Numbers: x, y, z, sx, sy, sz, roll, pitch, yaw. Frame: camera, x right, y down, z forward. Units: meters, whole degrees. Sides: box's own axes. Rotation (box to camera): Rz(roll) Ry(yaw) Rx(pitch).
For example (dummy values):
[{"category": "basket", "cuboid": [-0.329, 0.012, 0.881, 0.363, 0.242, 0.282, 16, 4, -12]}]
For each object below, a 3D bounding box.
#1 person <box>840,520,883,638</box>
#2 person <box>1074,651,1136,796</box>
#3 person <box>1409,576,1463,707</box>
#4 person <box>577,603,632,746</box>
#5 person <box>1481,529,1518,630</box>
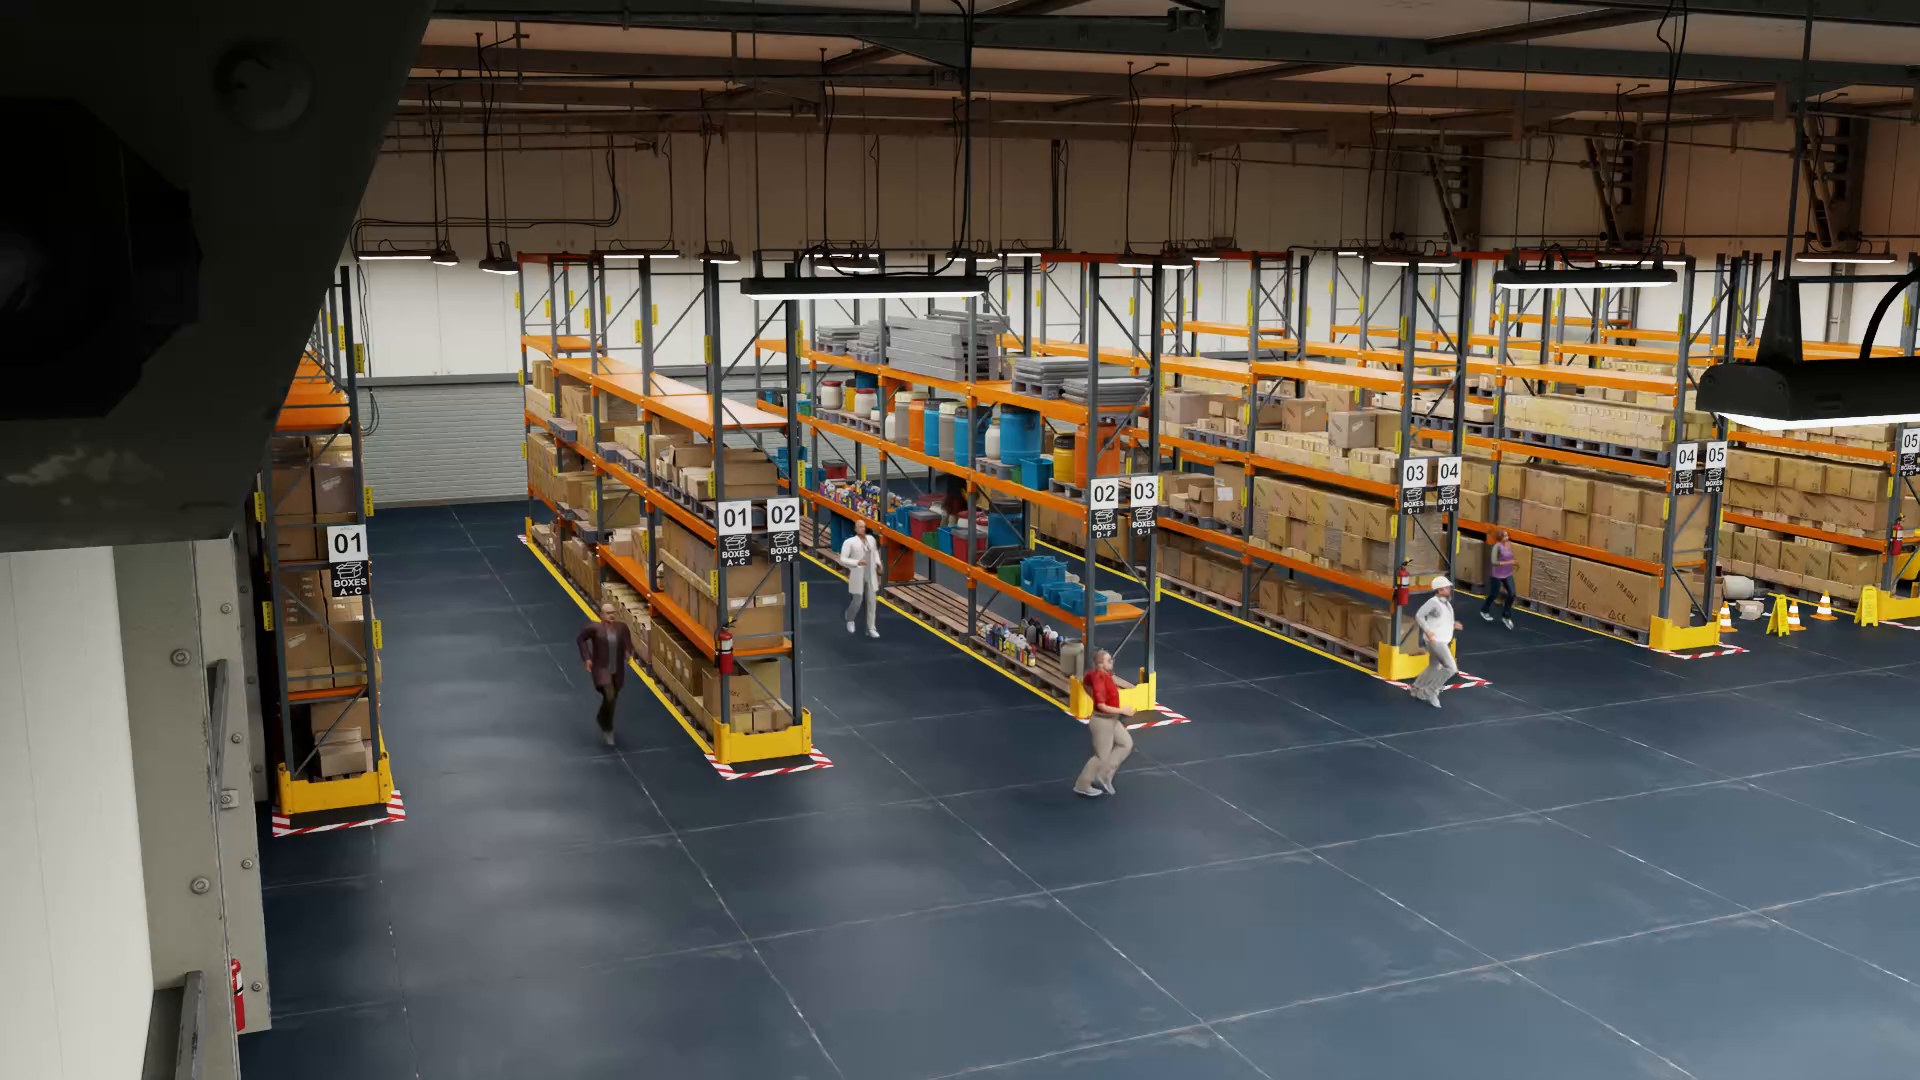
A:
[{"category": "person", "cuboid": [-1.483, 0.584, 25.384, 0.721, 1.781, 0.886, -6, 12, -30]}, {"category": "person", "cuboid": [1.658, 2.099, 18.934, 0.694, 1.728, 0.673, 1, 10, 7]}, {"category": "person", "cuboid": [6.530, 1.383, 22.730, 0.658, 1.790, 0.647, 7, 12, 32]}, {"category": "person", "cuboid": [-4.453, 1.679, 21.057, 0.617, 1.812, 0.931, -8, 13, -38]}, {"category": "person", "cuboid": [8.815, 0.662, 27.207, 0.509, 1.544, 0.706, -5, 11, -24]}]
